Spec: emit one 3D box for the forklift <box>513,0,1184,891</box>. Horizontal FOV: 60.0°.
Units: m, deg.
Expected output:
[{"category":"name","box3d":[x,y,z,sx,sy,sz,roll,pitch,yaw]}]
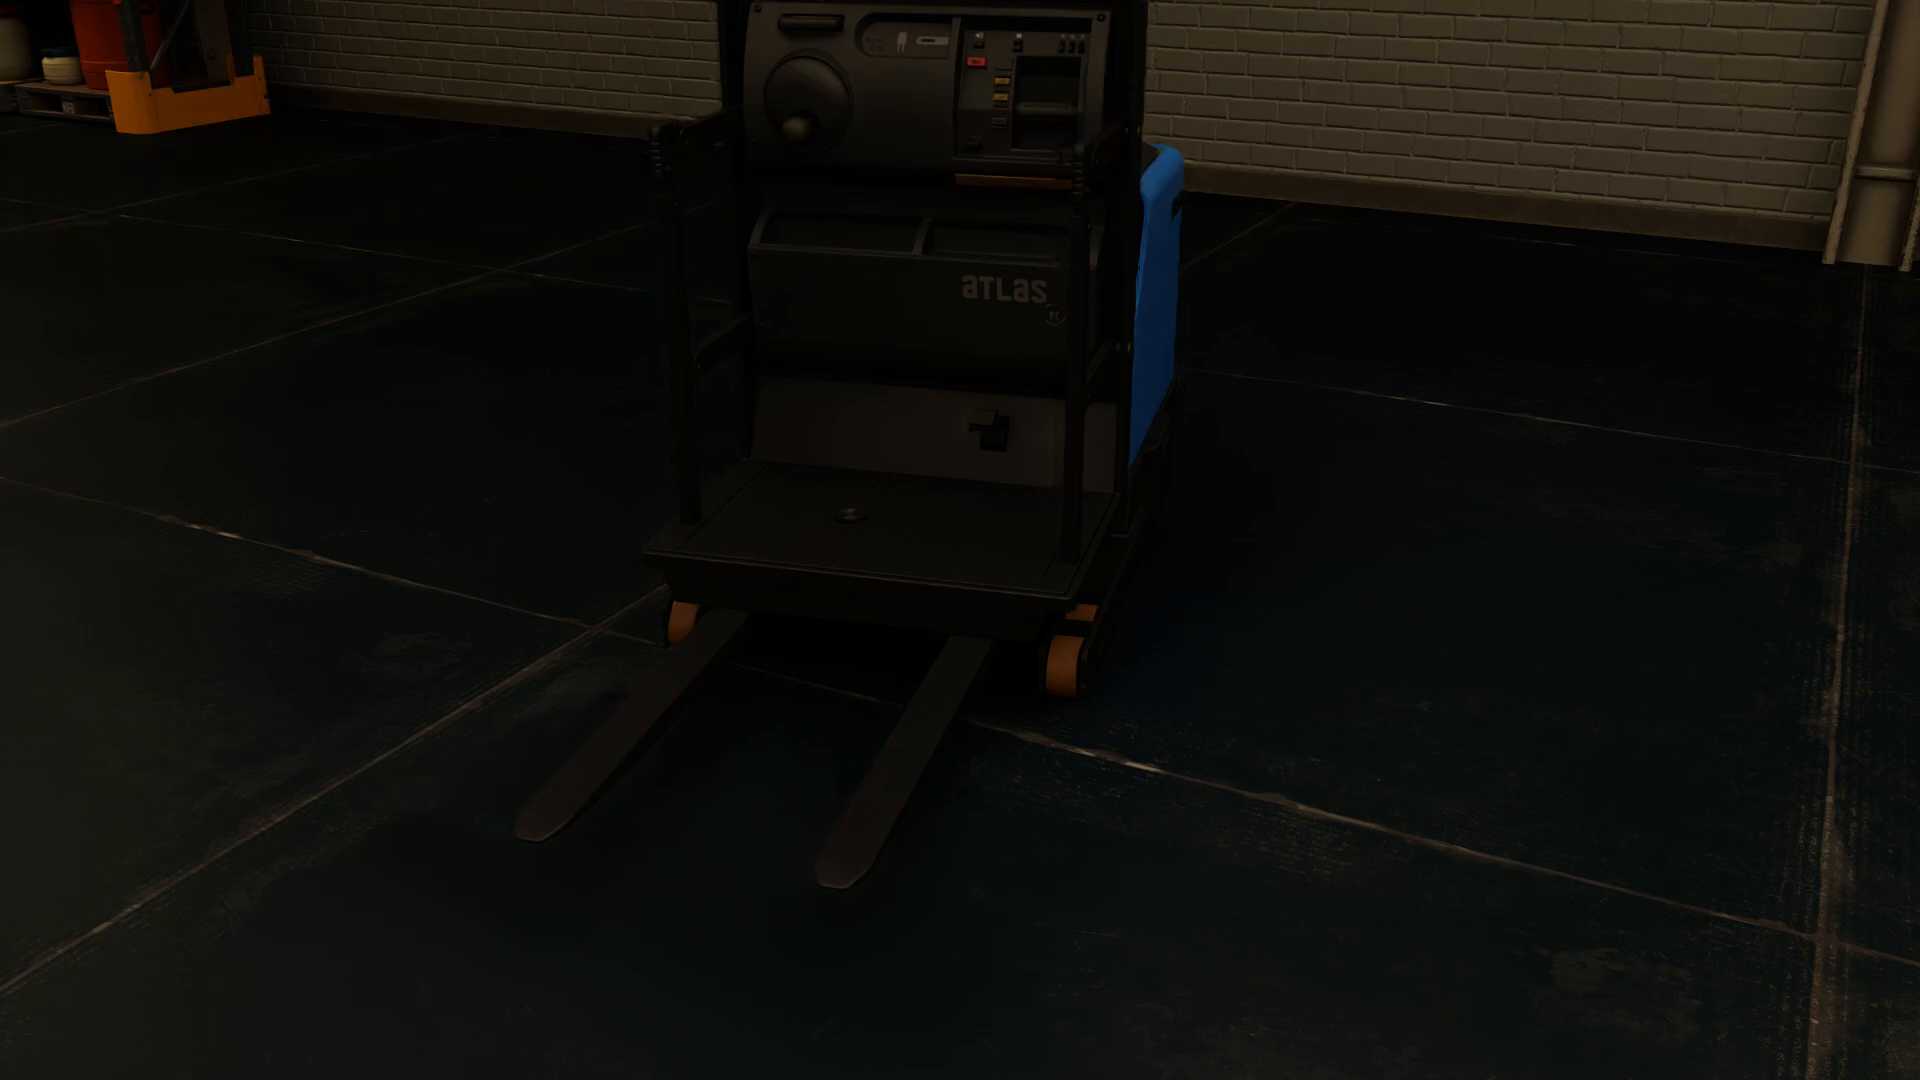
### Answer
[{"category":"forklift","box3d":[-0.144,-1.117,3.945,1.130,2.935,3.031,6,24,13]}]
